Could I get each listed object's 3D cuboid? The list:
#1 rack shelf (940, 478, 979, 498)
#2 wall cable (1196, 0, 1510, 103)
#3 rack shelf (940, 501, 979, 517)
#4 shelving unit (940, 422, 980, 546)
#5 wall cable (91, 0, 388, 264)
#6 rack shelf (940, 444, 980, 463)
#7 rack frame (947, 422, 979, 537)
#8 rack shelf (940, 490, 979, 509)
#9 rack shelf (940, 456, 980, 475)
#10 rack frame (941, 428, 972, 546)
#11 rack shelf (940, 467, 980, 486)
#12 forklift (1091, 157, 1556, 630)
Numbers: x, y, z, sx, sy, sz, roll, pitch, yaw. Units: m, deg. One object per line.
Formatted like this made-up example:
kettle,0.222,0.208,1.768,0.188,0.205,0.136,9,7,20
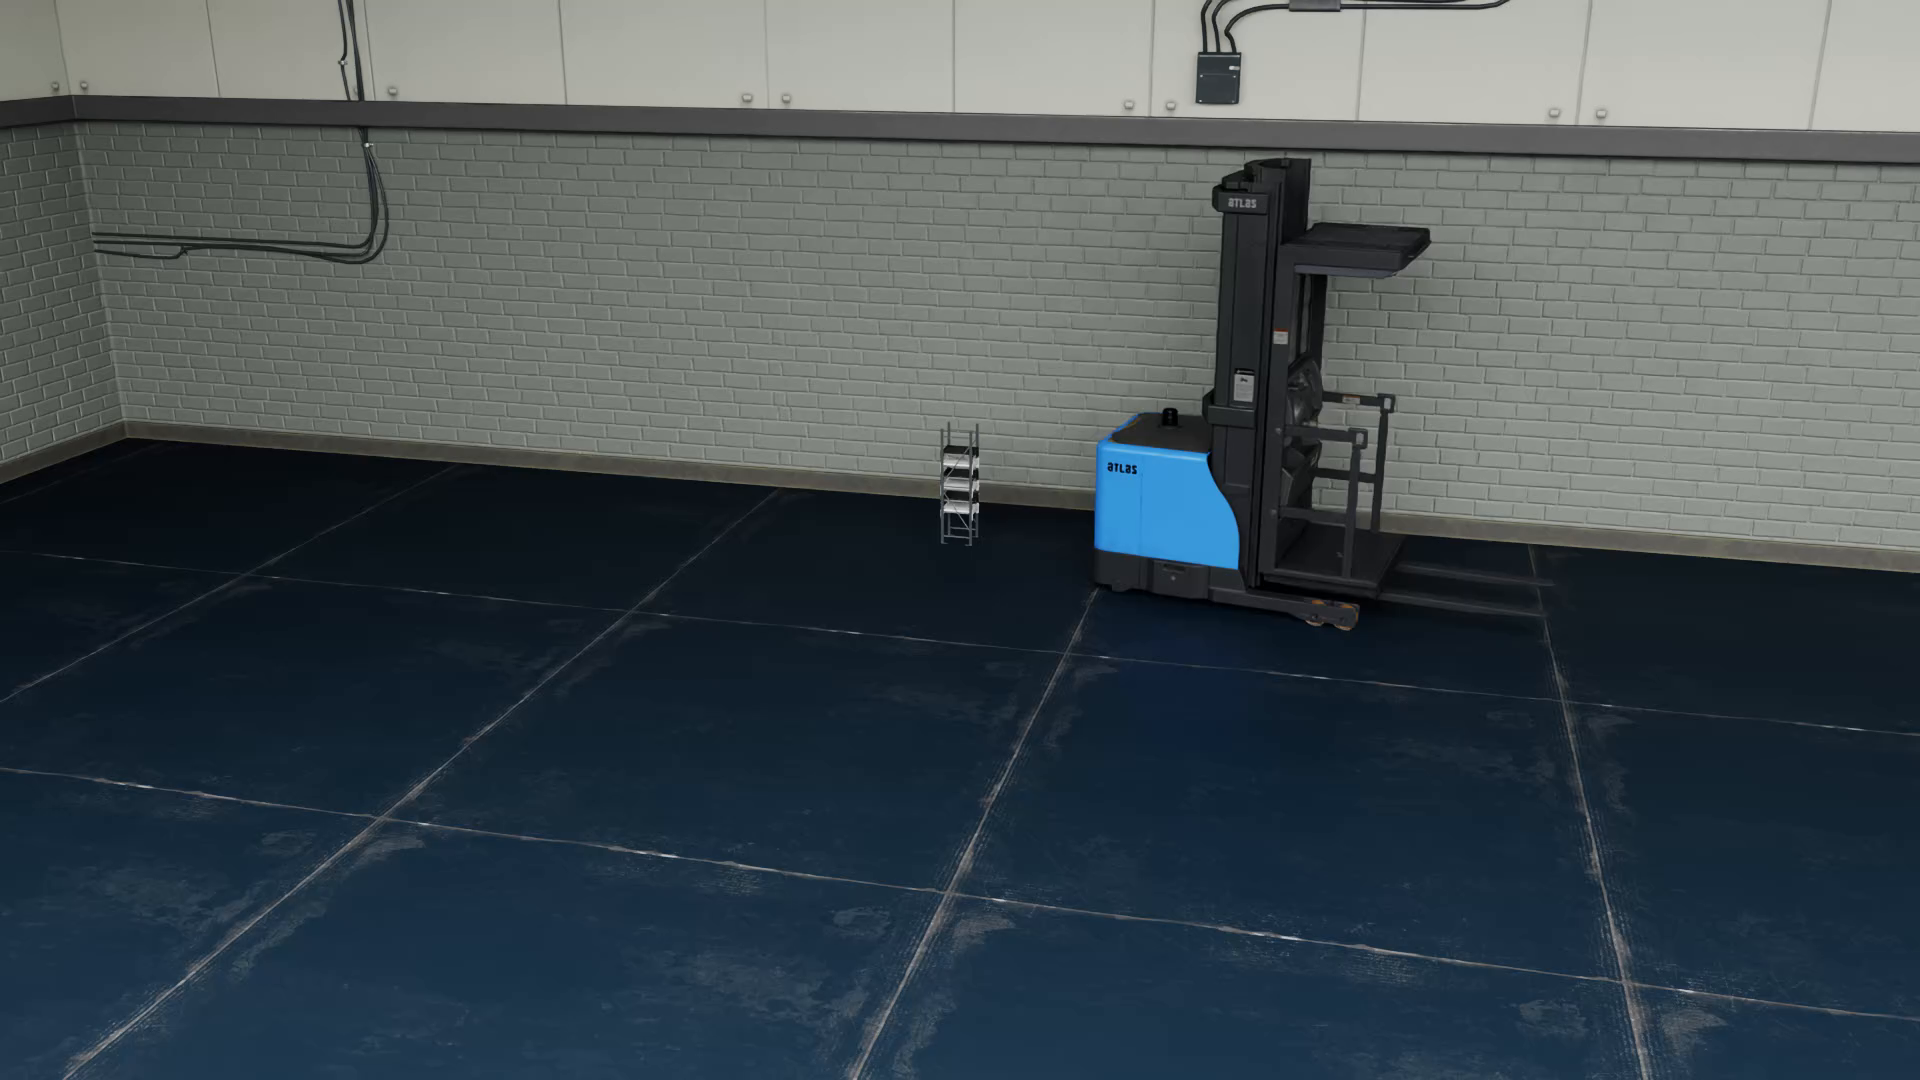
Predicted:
rack shelf,-0.002,-0.392,12.545,0.258,0.077,0.200,5,19,13
wall cable,2.843,-5.946,10.913,2.305,6.003,0.169,5,19,13
rack shelf,-0.002,-0.221,12.604,0.258,0.077,0.200,5,19,13
shelving unit,-0.002,-0.423,12.535,0.258,0.900,0.210,5,19,13
wall cable,-6.359,-3.622,14.174,3.097,2.526,0.112,5,19,13
rack shelf,-0.002,-0.647,12.458,0.258,0.077,0.200,5,19,13
rack frame,0.023,-0.455,12.628,0.240,0.900,0.006,5,19,13
rack shelf,-0.002,-0.307,12.575,0.258,0.077,0.200,5,19,13
rack shelf,-0.002,-0.562,12.487,0.258,0.077,0.200,5,19,13
rack frame,-0.027,-0.391,12.441,0.240,0.900,0.006,5,19,13
rack shelf,-0.002,-0.477,12.516,0.258,0.077,0.200,5,19,13
forklift,2.482,-0.988,11.045,3.031,2.935,1.130,8,20,22
